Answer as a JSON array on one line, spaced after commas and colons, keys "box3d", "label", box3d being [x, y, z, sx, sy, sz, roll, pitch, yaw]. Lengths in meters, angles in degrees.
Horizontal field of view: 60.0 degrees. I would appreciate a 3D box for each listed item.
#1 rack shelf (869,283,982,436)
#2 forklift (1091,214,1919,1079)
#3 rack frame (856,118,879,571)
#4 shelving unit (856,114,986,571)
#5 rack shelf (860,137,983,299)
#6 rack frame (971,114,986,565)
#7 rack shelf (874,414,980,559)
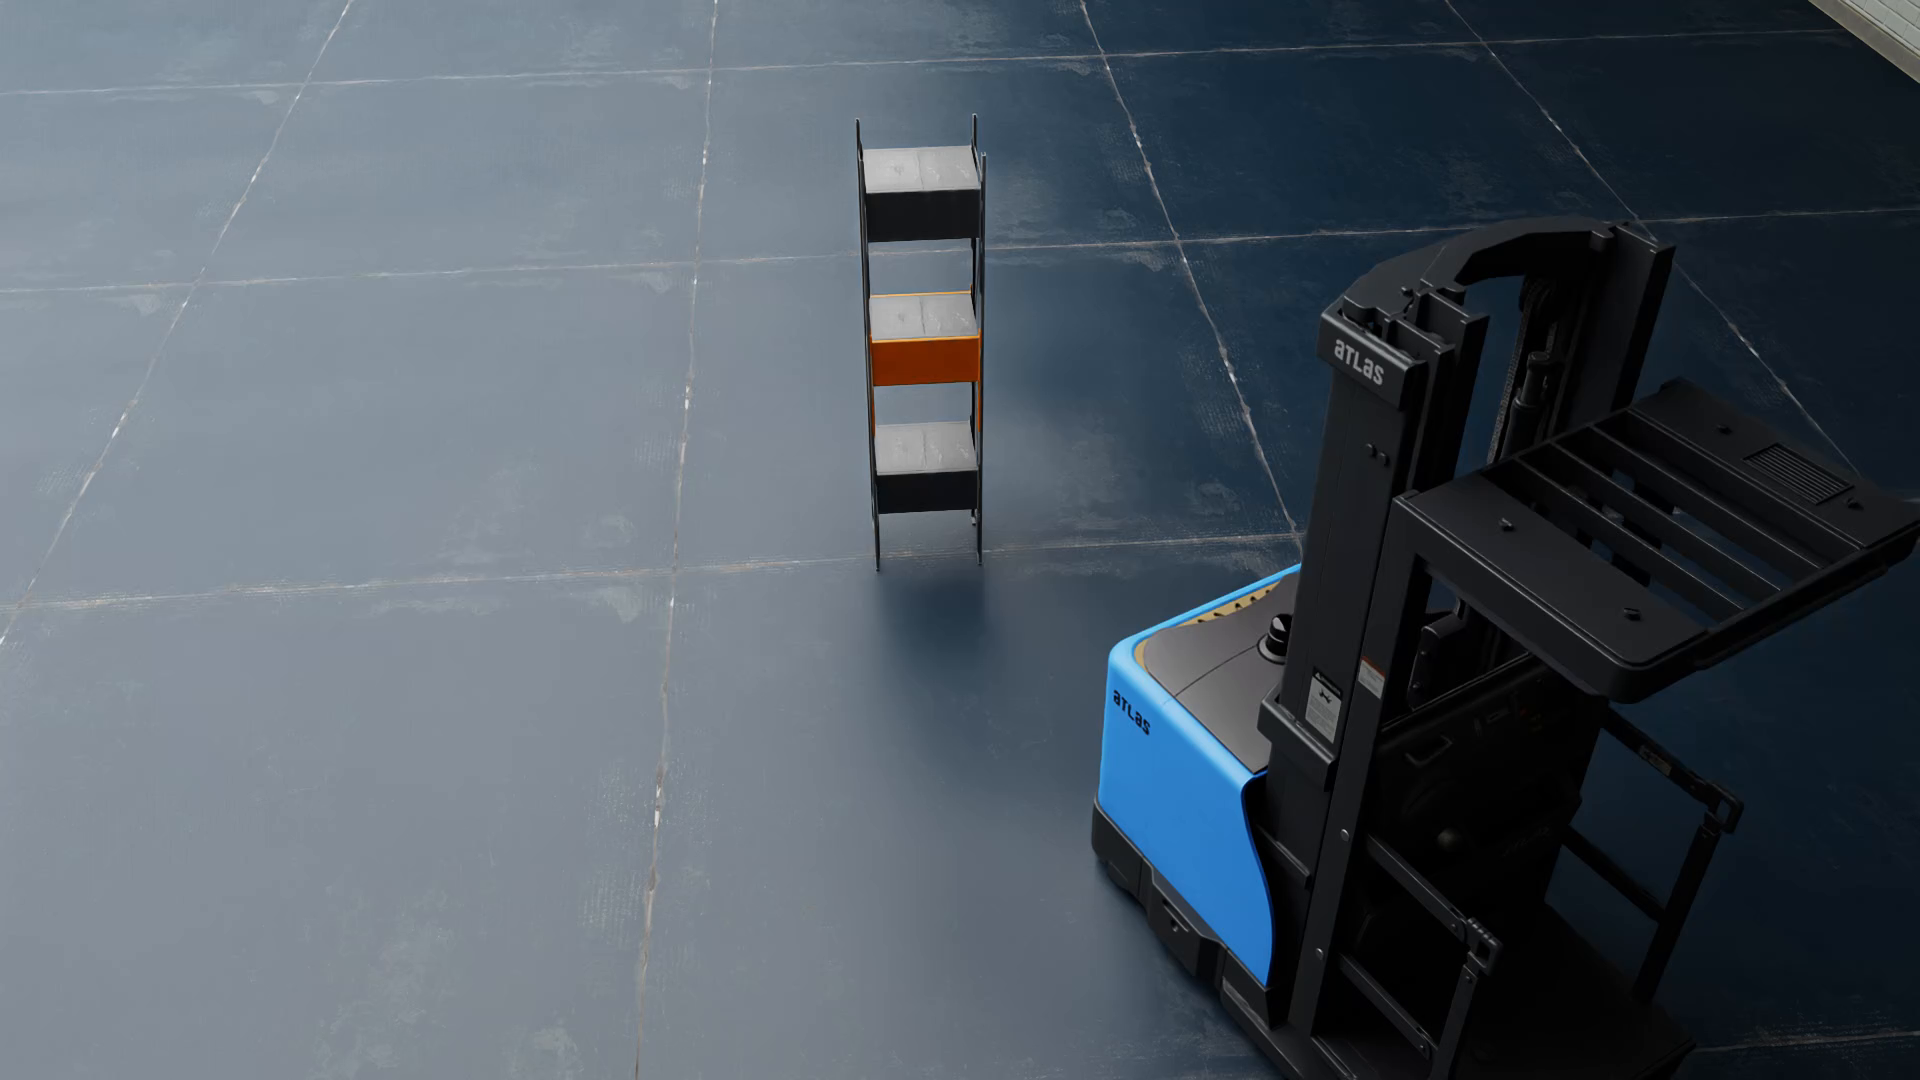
[{"box3d": [-0.165, -0.805, 7.419, 0.480, 0.518, 0.431, -3, 38, -4], "label": "rack shelf"}, {"box3d": [1.711, 0.685, 4.838, 1.130, 2.935, 3.031, -21, 43, -24], "label": "forklift"}, {"box3d": [-0.408, -0.802, 7.393, 0.015, 2.100, 0.400, -3, 38, -4], "label": "rack frame"}, {"box3d": [-0.165, -0.815, 7.410, 0.503, 2.100, 0.431, -3, 38, -4], "label": "shelving unit"}, {"box3d": [-0.165, -1.354, 6.985, 0.480, 0.518, 0.431, -3, 38, -4], "label": "rack shelf"}, {"box3d": [0.078, -0.829, 7.427, 0.015, 2.100, 0.400, -3, 38, -4], "label": "rack frame"}, {"box3d": [-0.165, -0.255, 7.852, 0.480, 0.518, 0.431, -3, 38, -4], "label": "rack shelf"}]
